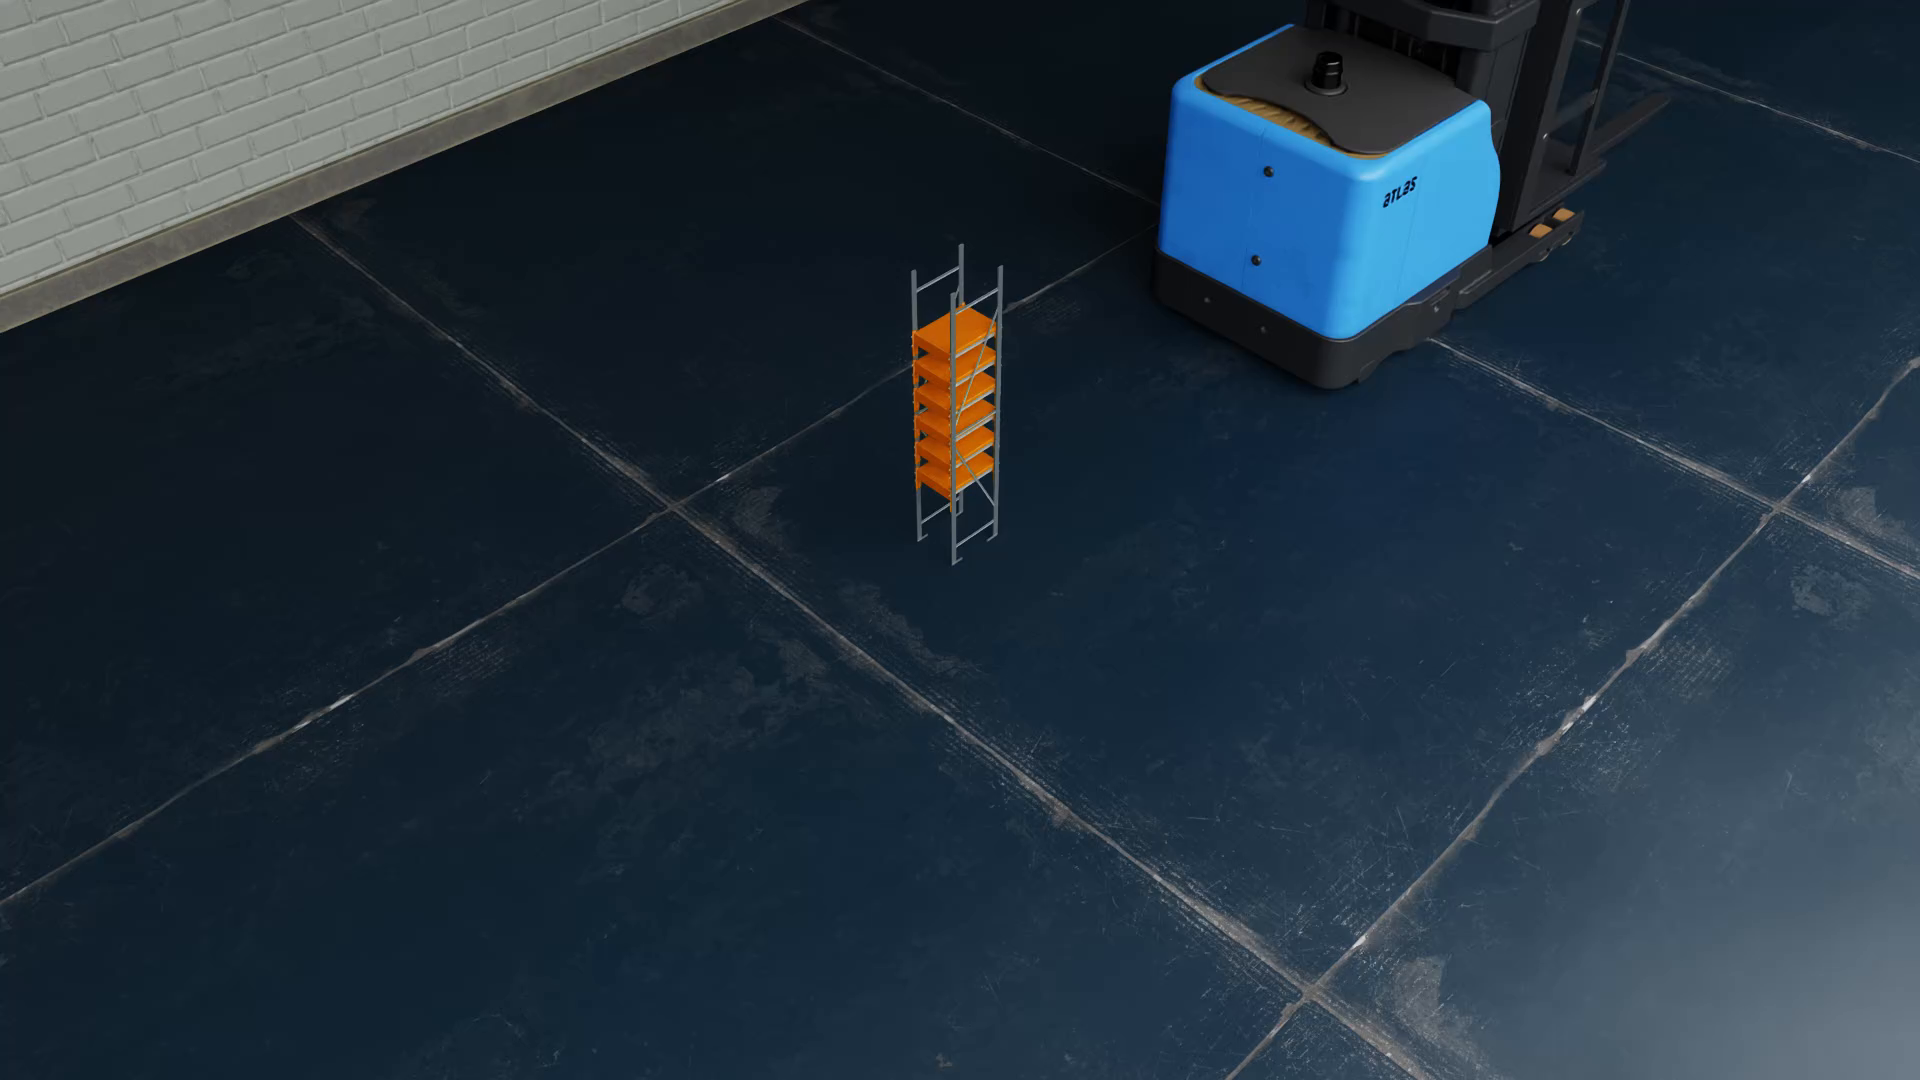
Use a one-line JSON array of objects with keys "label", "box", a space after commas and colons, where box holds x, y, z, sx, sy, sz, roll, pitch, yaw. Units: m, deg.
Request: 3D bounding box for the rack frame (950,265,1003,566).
[{"label": "rack frame", "box": [0.054, -0.404, 5.803, 0.240, 1.200, 0.006, -34, 53, -31]}]

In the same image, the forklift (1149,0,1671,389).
[{"label": "forklift", "box": [2.243, -2.583, 6.885, 3.031, 2.935, 1.130, -33, 52, -31]}]

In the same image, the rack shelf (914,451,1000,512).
[{"label": "rack shelf", "box": [-0.010, -0.239, 6.043, 0.258, 0.103, 0.180, -34, 53, -31]}]

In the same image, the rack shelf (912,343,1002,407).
[{"label": "rack shelf", "box": [-0.010, -0.591, 5.718, 0.258, 0.103, 0.180, -34, 53, -31]}]

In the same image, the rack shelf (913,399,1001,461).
[{"label": "rack shelf", "box": [-0.010, -0.415, 5.880, 0.258, 0.103, 0.180, -34, 53, -31]}]

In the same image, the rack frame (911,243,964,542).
[{"label": "rack frame", "box": [-0.075, -0.492, 5.898, 0.240, 1.200, 0.006, -34, 53, -31]}]

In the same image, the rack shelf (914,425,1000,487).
[{"label": "rack shelf", "box": [-0.010, -0.327, 5.962, 0.258, 0.103, 0.180, -34, 53, -31]}]

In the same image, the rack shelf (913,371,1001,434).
[{"label": "rack shelf", "box": [-0.010, -0.503, 5.799, 0.258, 0.103, 0.180, -34, 53, -31]}]

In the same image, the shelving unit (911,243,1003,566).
[{"label": "shelving unit", "box": [-0.010, -0.448, 5.850, 0.258, 1.200, 0.189, -34, 53, -31]}]

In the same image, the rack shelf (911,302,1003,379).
[{"label": "rack shelf", "box": [-0.010, -0.679, 5.636, 0.258, 0.103, 0.180, -34, 53, -31]}]
